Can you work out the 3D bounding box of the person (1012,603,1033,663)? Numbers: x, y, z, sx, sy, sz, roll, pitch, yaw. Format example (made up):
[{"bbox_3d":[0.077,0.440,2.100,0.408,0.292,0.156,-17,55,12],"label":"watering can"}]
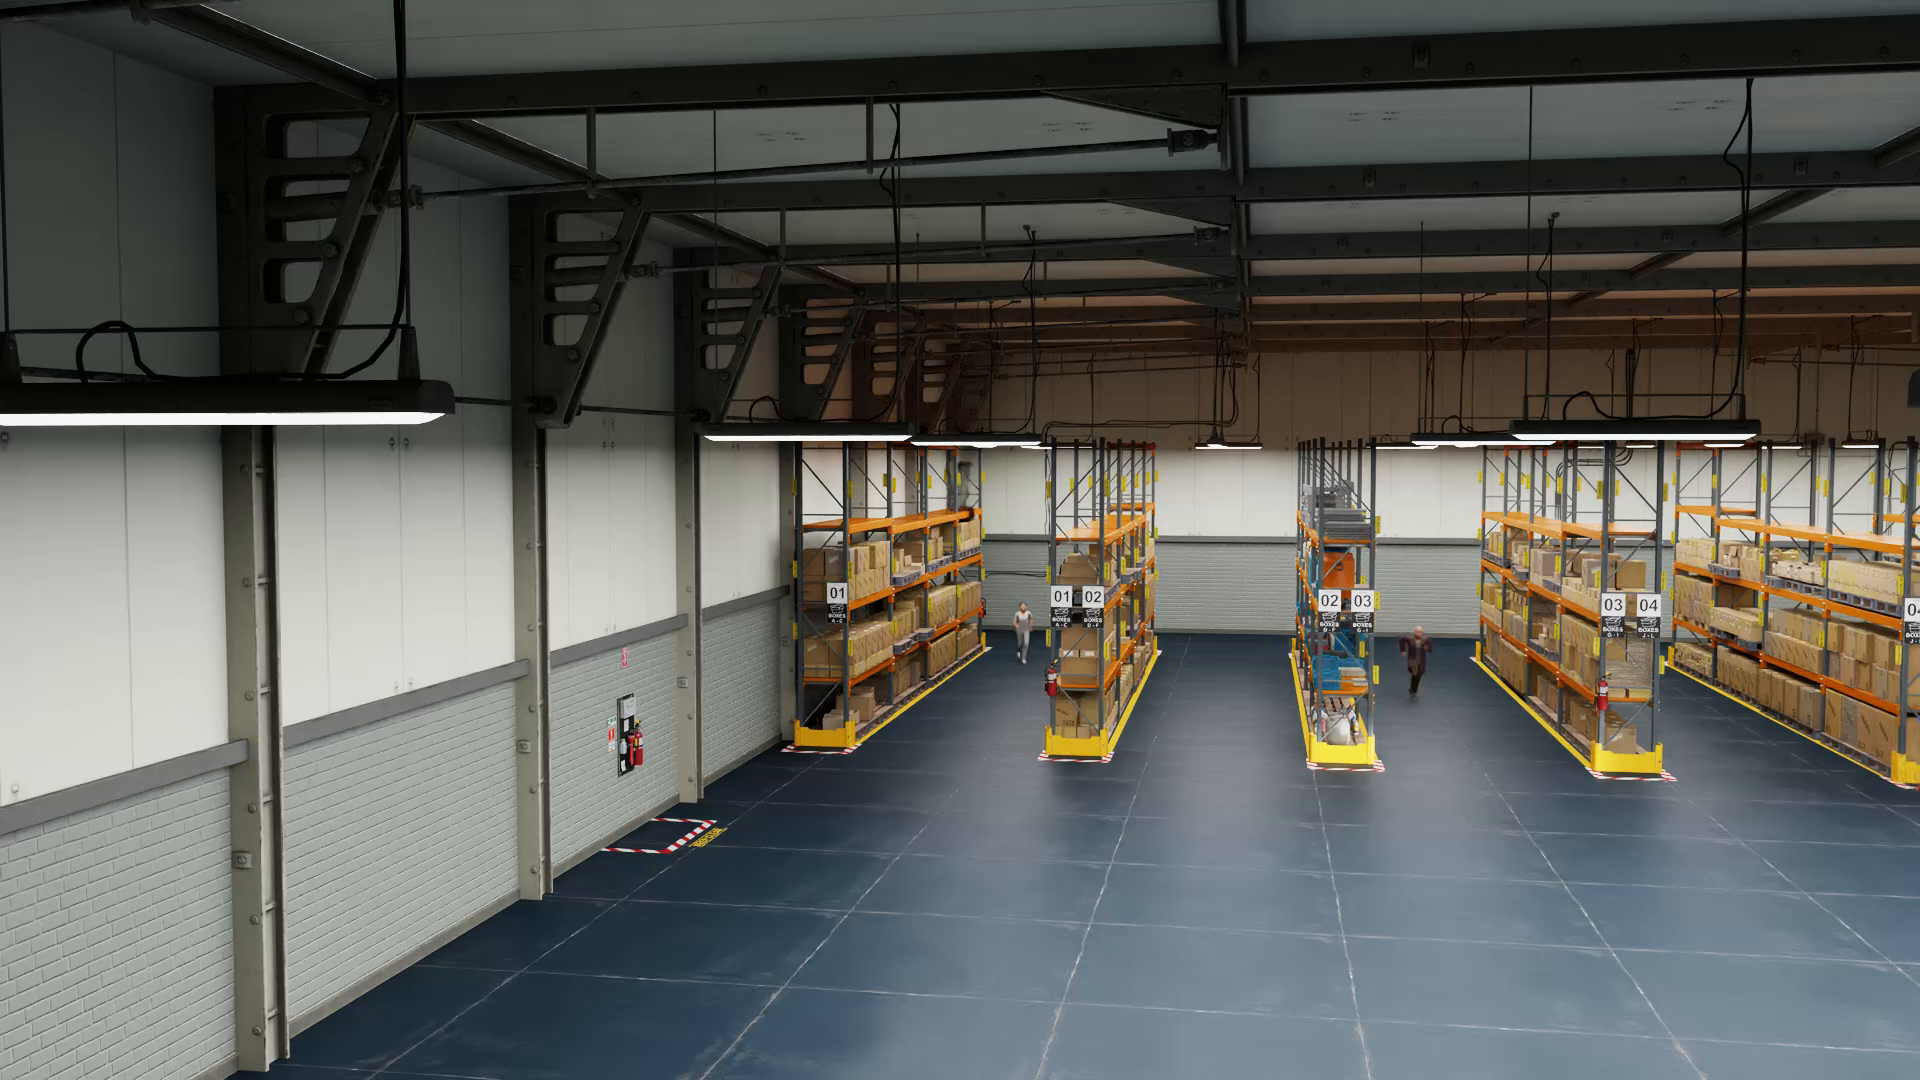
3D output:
[{"bbox_3d":[1.693,2.520,44.883,0.537,1.628,0.704,0,3,-3],"label":"person"}]

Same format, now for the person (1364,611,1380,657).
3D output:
[{"bbox_3d":[11.457,2.445,46.323,0.742,1.664,0.784,-1,3,-25],"label":"person"}]

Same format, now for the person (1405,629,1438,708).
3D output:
[{"bbox_3d":[10.445,2.881,37.682,0.713,1.776,1.042,0,3,2],"label":"person"}]
